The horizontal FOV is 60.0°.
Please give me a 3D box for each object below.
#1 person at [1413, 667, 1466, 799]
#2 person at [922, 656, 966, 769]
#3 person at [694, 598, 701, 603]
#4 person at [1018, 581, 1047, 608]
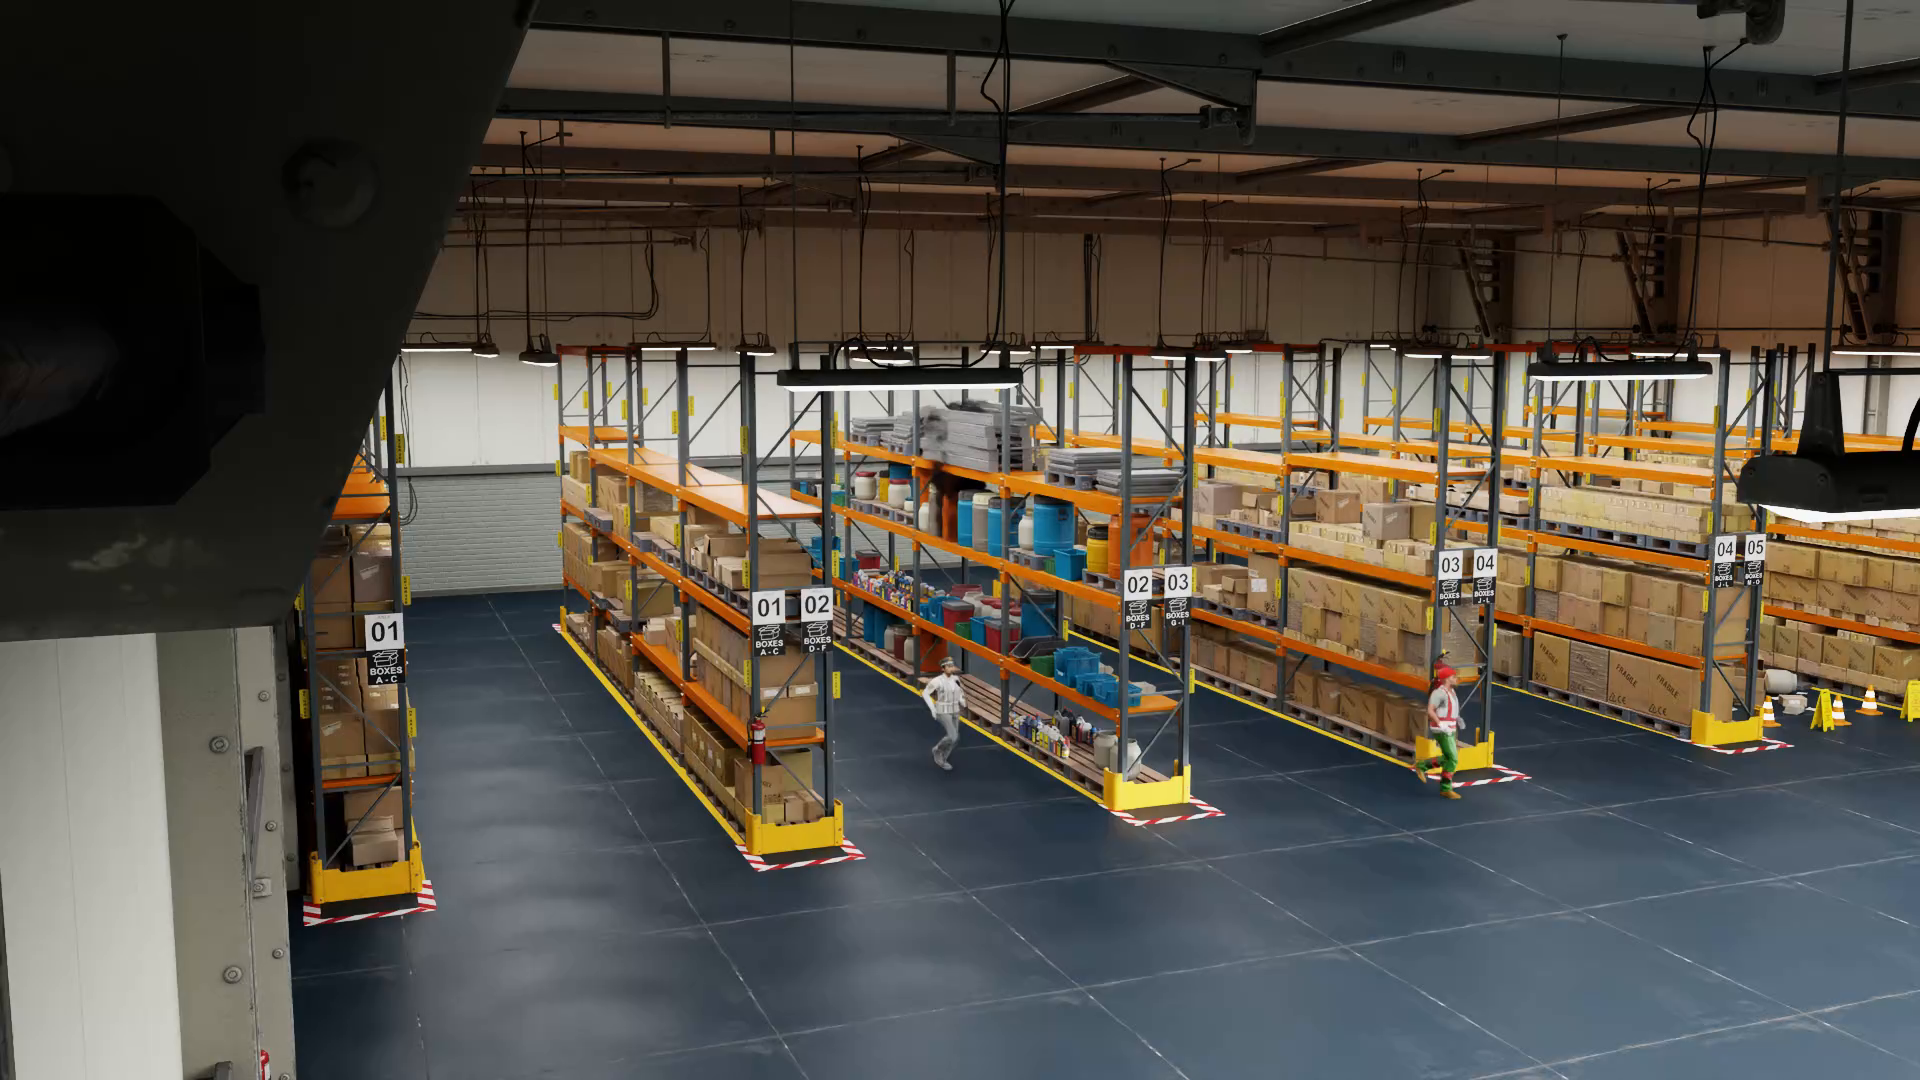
[{"bbox_3d":[6.576,2.605,22.727,0.727,1.754,0.711,5,9,36],"label":"person"},{"bbox_3d":[-0.148,2.485,23.820,0.607,1.656,0.561,-6,10,-40],"label":"person"},{"bbox_3d":[-5.106,1.218,33.677,0.558,1.662,0.635,-4,9,-32],"label":"person"},{"bbox_3d":[1.435,1.528,31.170,0.712,1.739,0.582,-4,8,-27],"label":"person"}]
